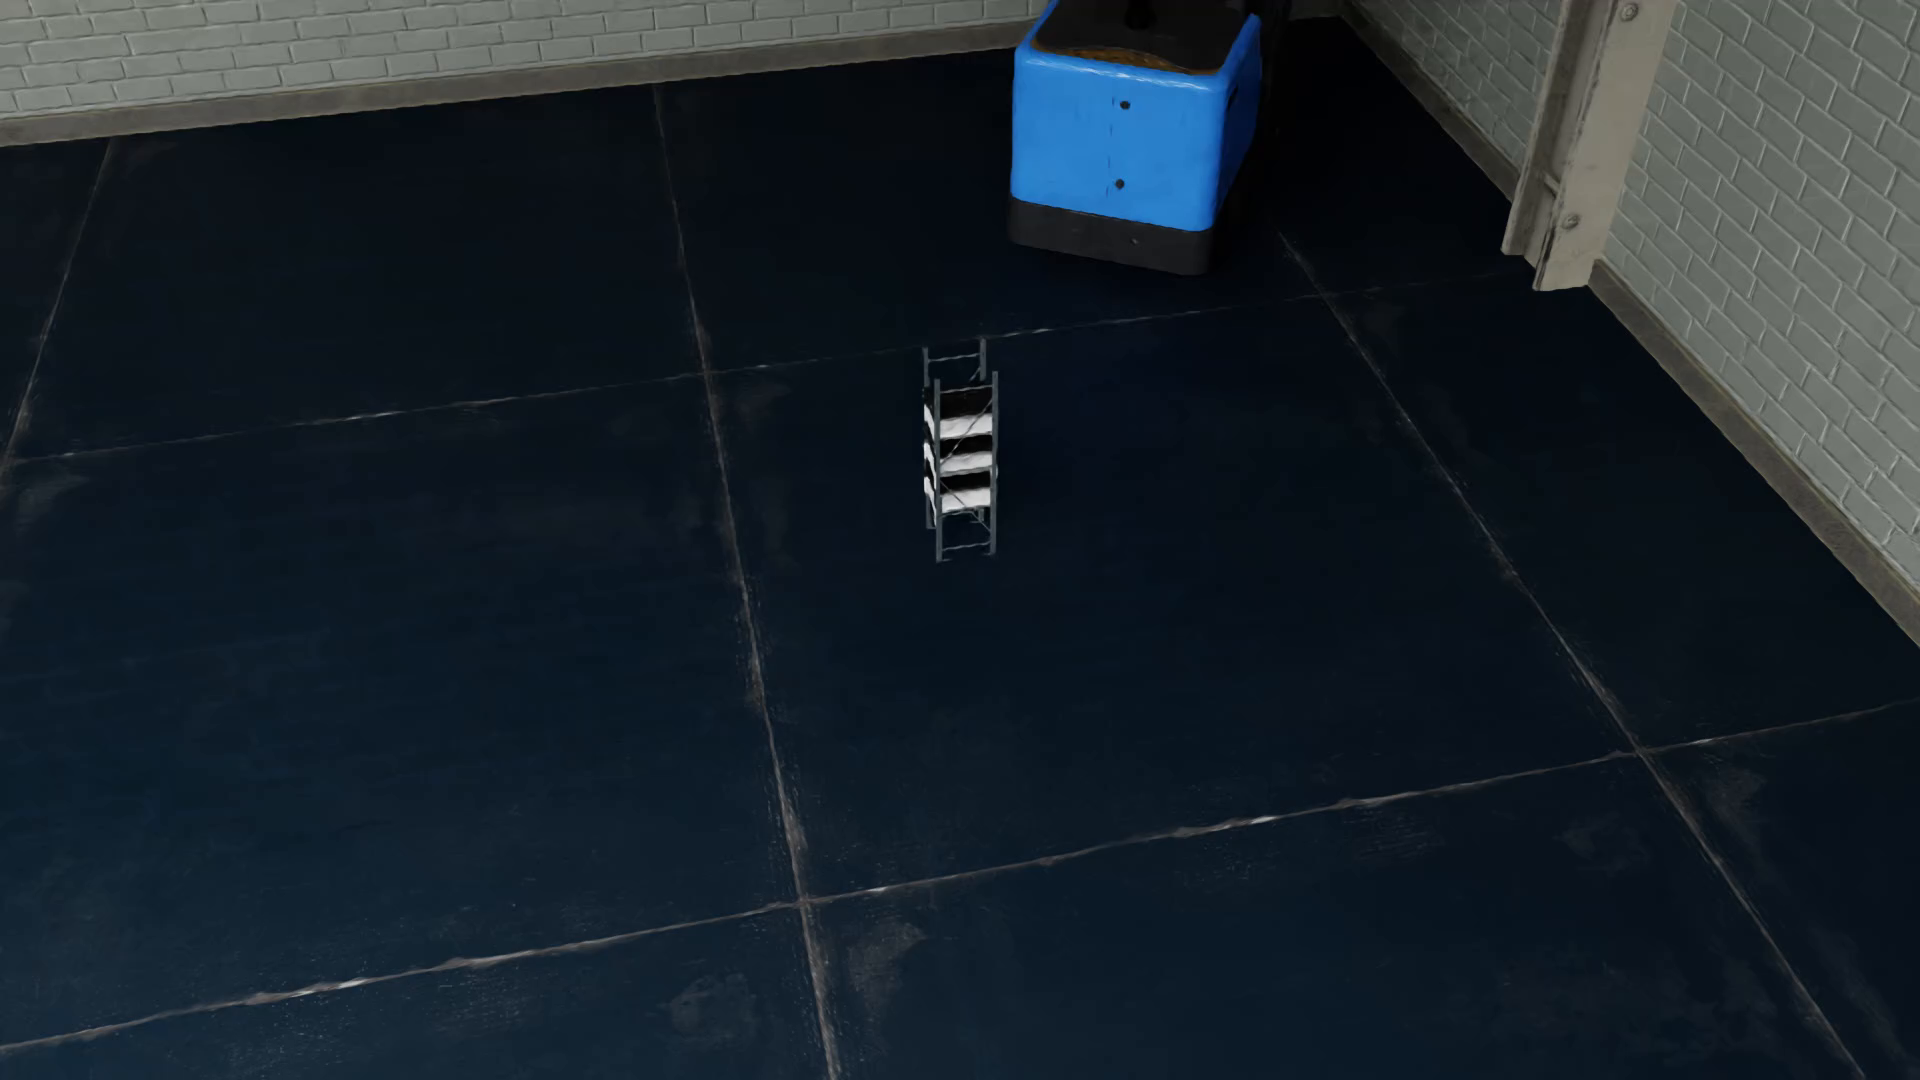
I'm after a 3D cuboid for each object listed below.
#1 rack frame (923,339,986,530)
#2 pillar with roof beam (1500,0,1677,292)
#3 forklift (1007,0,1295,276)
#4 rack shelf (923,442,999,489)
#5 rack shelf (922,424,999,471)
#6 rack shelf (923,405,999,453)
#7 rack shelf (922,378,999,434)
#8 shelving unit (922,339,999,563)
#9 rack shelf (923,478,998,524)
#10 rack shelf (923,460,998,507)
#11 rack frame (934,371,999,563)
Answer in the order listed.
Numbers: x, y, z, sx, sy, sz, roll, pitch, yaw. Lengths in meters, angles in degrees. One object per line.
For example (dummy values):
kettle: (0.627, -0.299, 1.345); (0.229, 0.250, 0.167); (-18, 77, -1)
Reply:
rack frame: (-0.020, -0.397, 6.520); (0.240, 0.900, 0.006); (-8, 42, -9)
pillar with roof beam: (-1.284, -4.108, 4.600); (9.100, 9.000, 0.400); (-8, 42, -9)
forklift: (1.203, -3.370, 8.339); (1.130, 2.935, 3.031); (13, 43, 14)
rack shelf: (0.002, -0.306, 6.467); (0.258, 0.077, 0.200); (-8, 42, -9)
rack shelf: (0.002, -0.374, 6.408); (0.258, 0.077, 0.200); (-8, 42, -9)
rack shelf: (0.002, -0.441, 6.348); (0.258, 0.077, 0.200); (-8, 42, -9)
rack shelf: (0.002, -0.508, 6.288); (0.258, 0.077, 0.200); (-8, 42, -9)
shelving unit: (0.002, -0.331, 6.445); (0.258, 0.900, 0.210); (-8, 42, -9)
rack shelf: (0.002, -0.172, 6.587); (0.258, 0.077, 0.200); (-8, 42, -9)
rack shelf: (0.002, -0.239, 6.527); (0.258, 0.077, 0.200); (-8, 42, -9)
rack frame: (0.024, -0.265, 6.371); (0.240, 0.900, 0.006); (-8, 42, -9)
